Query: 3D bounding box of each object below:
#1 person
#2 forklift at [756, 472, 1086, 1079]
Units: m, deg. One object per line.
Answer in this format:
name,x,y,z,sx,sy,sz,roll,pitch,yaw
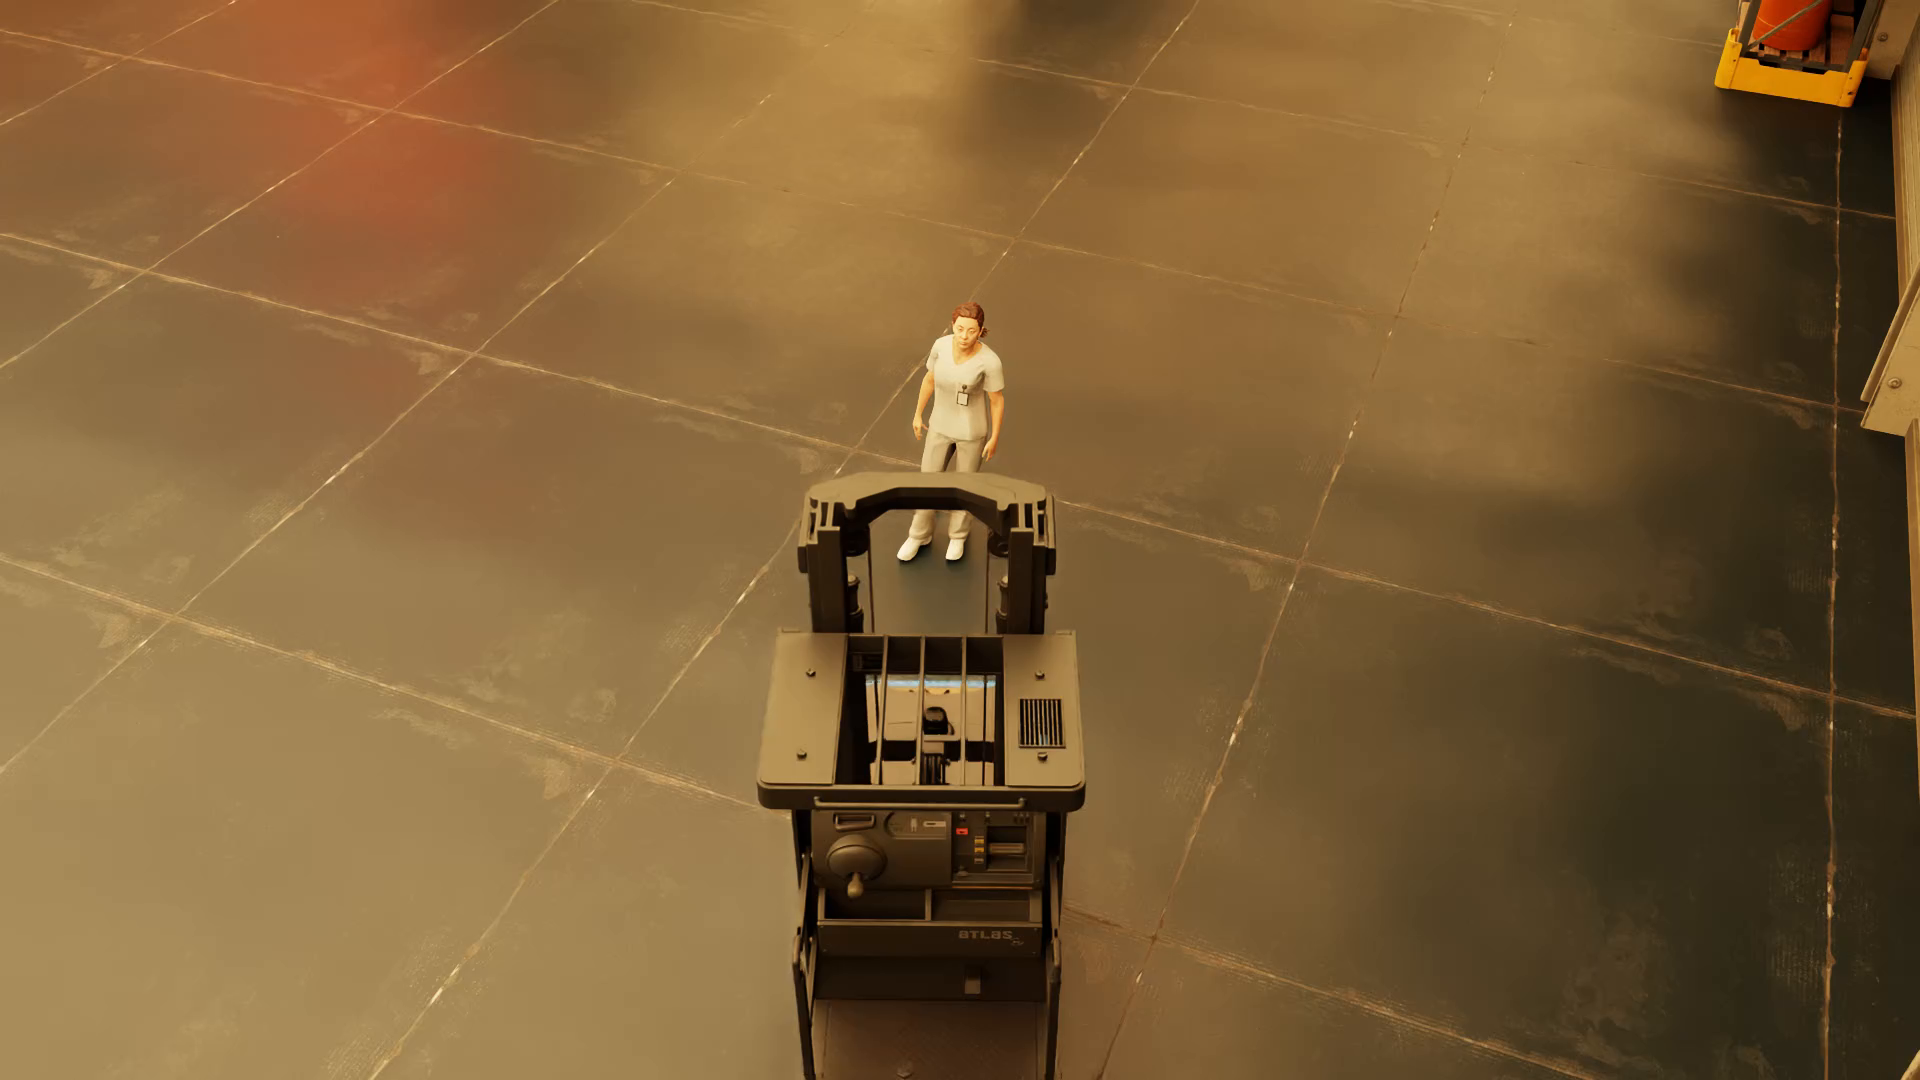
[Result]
person,-0.041,-0.608,9.699,0.549,1.673,0.548,15,42,17
forklift,-0.124,1.306,6.446,1.130,2.935,3.031,0,40,1
